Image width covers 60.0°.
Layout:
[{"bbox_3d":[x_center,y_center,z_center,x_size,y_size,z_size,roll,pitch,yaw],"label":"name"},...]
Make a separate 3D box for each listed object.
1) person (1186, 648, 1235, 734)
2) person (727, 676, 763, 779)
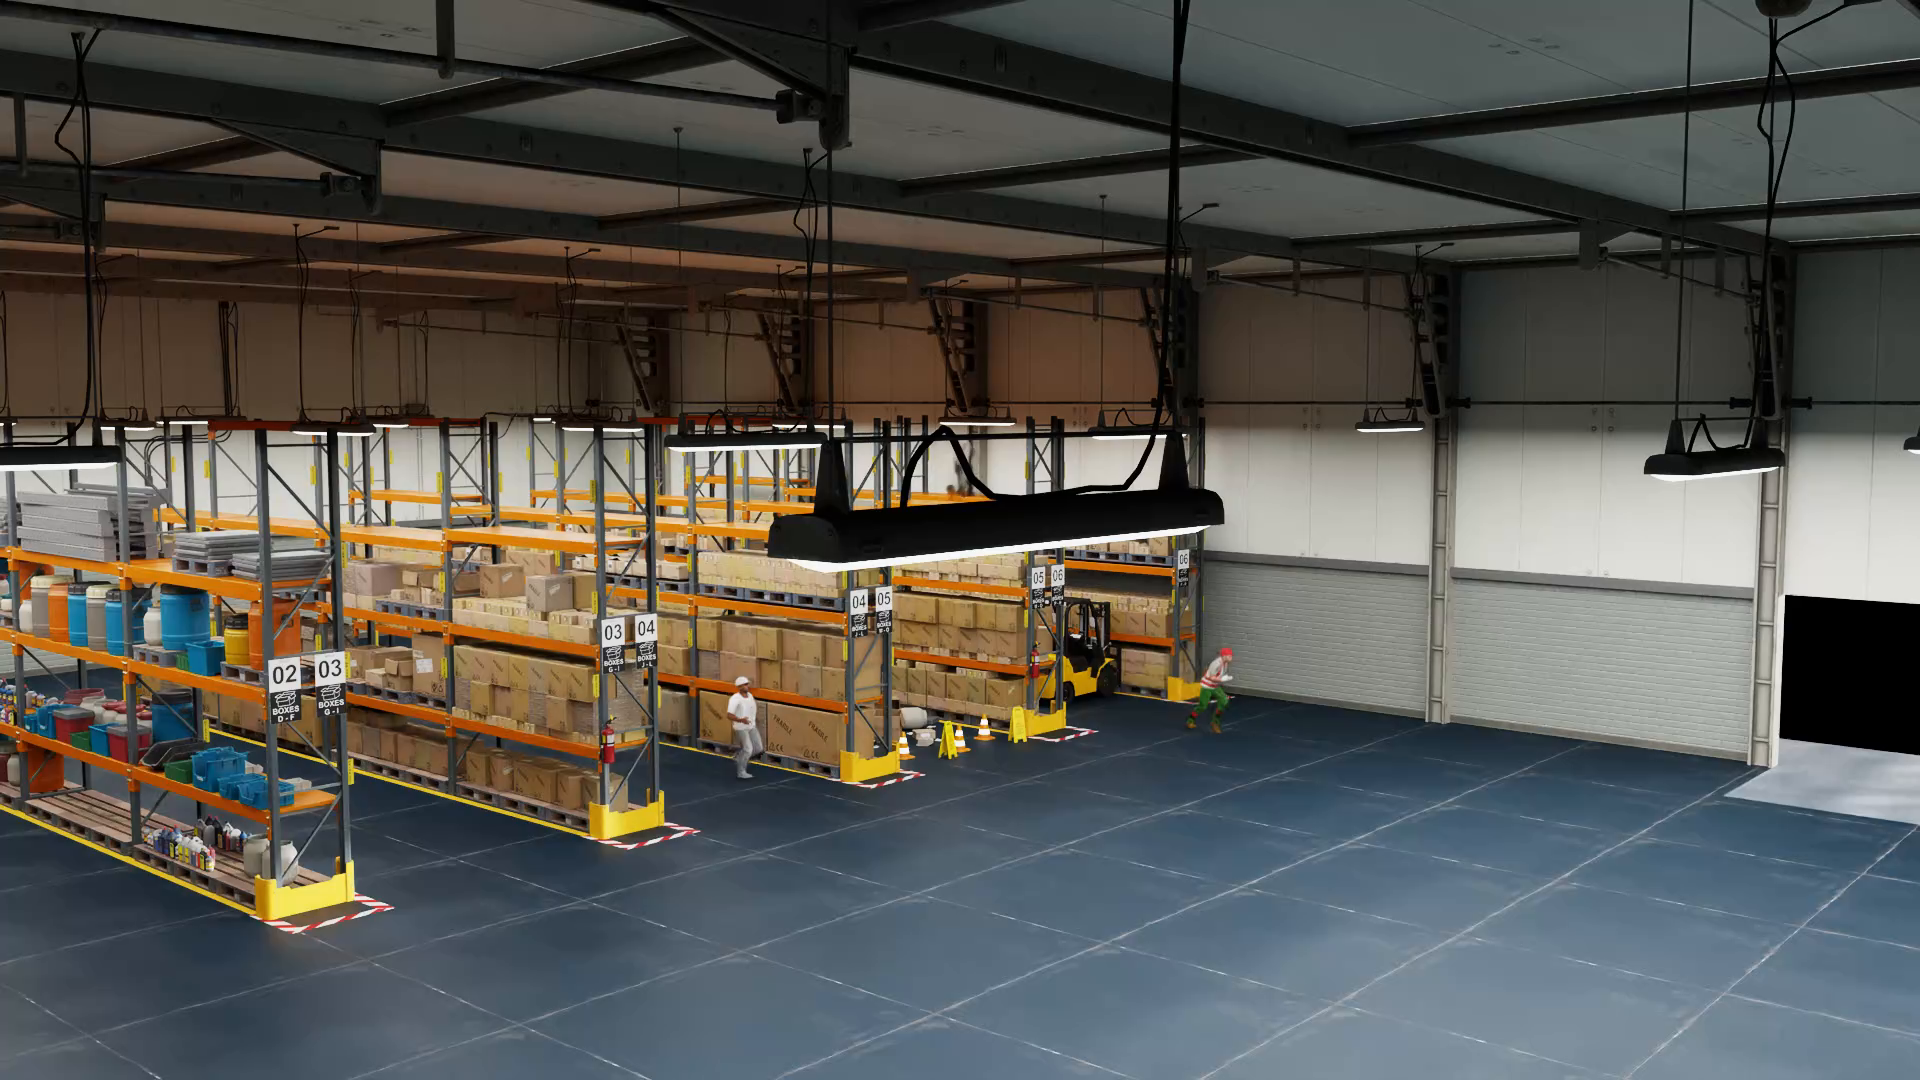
[{"bbox_3d":[4.806,2.875,31.858,0.994,1.696,0.704,3,6,33],"label":"person"},{"bbox_3d":[-3.584,3.147,27.920,0.591,1.720,0.692,3,6,33],"label":"person"}]
